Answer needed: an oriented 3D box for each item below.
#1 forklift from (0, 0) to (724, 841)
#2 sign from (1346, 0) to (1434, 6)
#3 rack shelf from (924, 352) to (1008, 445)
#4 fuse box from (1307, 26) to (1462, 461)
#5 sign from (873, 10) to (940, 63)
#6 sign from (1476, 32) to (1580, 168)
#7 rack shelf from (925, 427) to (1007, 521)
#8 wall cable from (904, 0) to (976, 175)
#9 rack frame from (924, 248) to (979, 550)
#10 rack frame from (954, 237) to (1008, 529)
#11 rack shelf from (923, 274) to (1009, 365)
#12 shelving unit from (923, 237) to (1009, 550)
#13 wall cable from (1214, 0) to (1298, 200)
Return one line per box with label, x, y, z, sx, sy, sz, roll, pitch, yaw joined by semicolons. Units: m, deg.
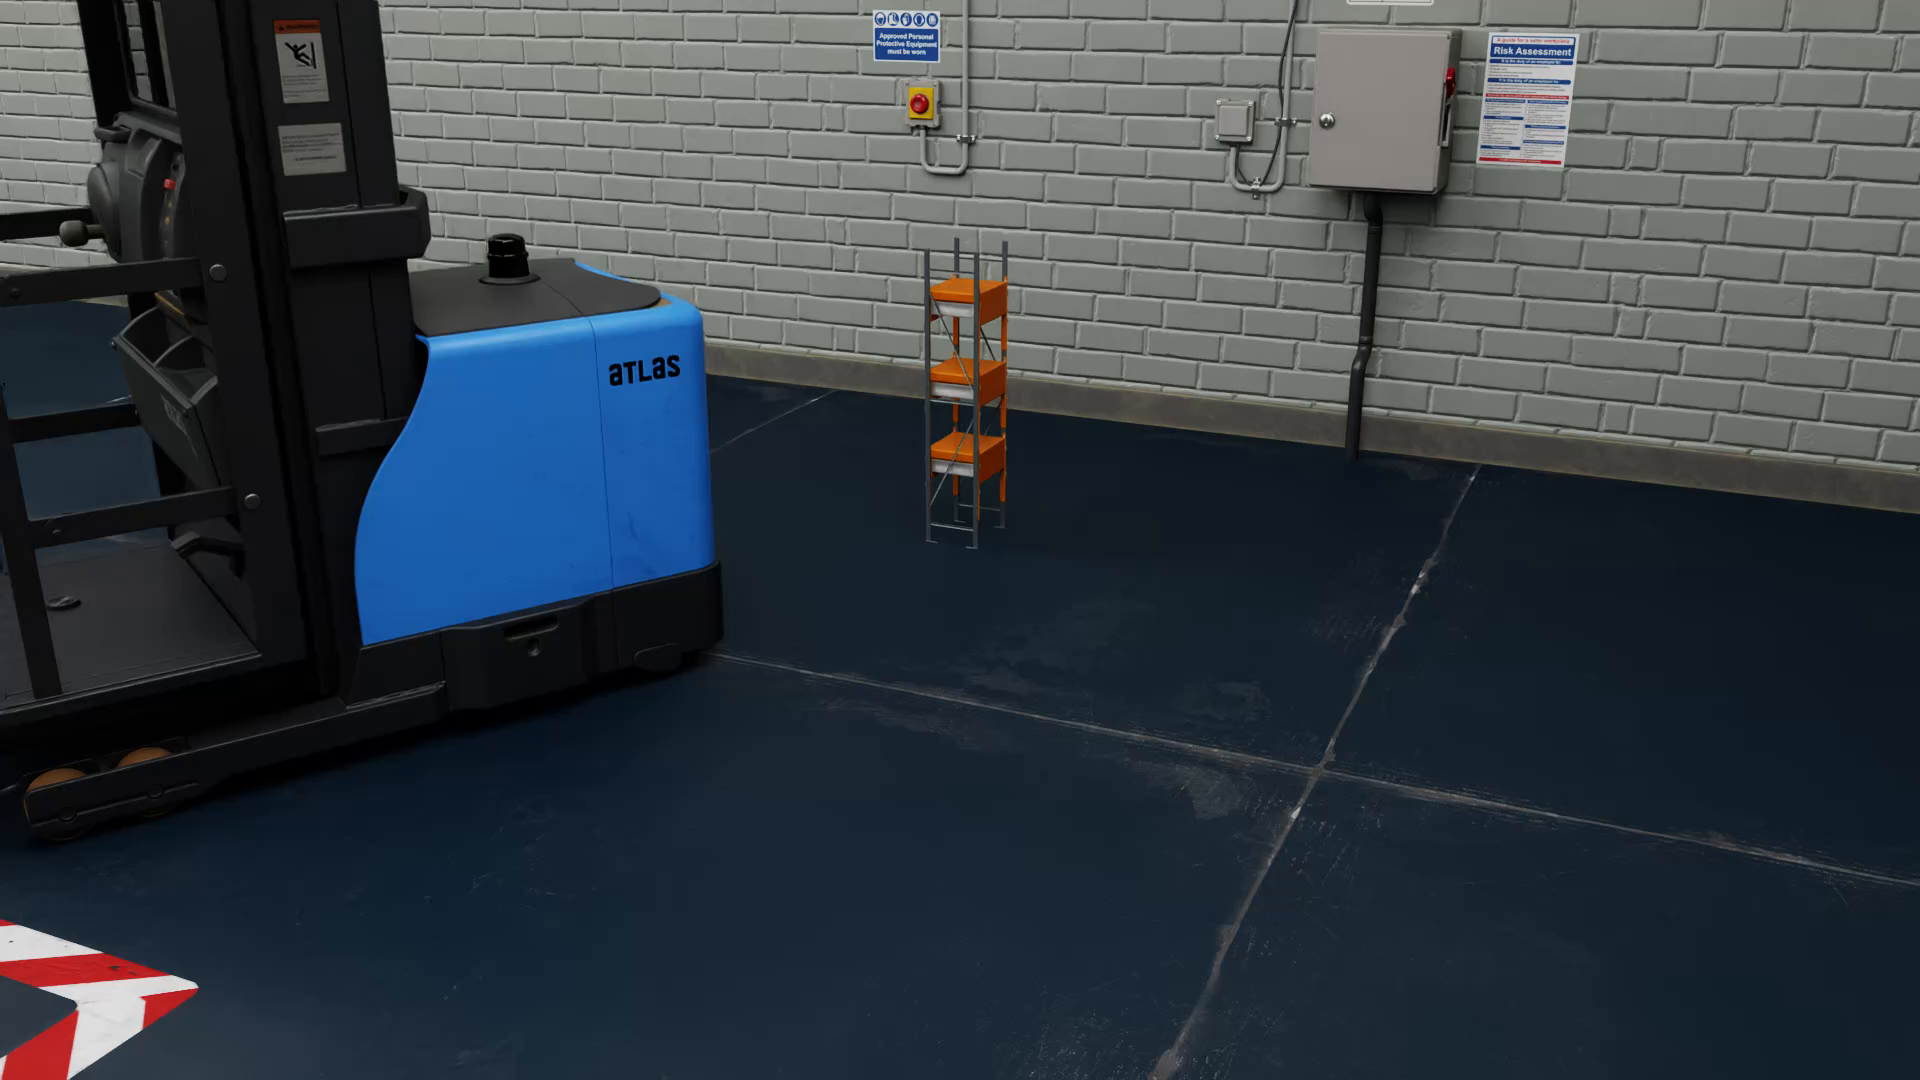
forklift;-2.198;-0.867;4.032;3.031;2.935;1.130;-13;24;-33
sign;1.673;-2.198;6.439;0.339;0.242;0.001;9;21;23
rack shelf;0.022;-0.501;5.842;0.215;0.259;0.240;9;21;23
fuse box;1.639;-1.131;6.594;0.539;1.711;0.414;9;21;23
sign;-0.237;-2.223;7.340;0.327;0.218;0.001;9;21;23
sign;2.174;-1.688;6.381;0.329;0.494;0.001;9;21;23
rack shelf;0.022;-0.239;5.936;0.215;0.259;0.240;9;21;23
wall cable;-0.218;-2.564;7.138;0.585;1.953;0.123;9;21;23
rack frame;-0.028;-0.474;5.734;0.200;1.050;0.008;9;21;23
rack frame;0.072;-0.548;5.944;0.200;1.050;0.008;9;21;23
rack shelf;0.022;-0.768;5.747;0.215;0.259;0.240;9;21;23
shelving unit;0.022;-0.511;5.839;0.215;1.050;0.252;9;21;23
wall cable;1.081;-2.358;6.606;0.588;1.984;0.122;9;21;23
